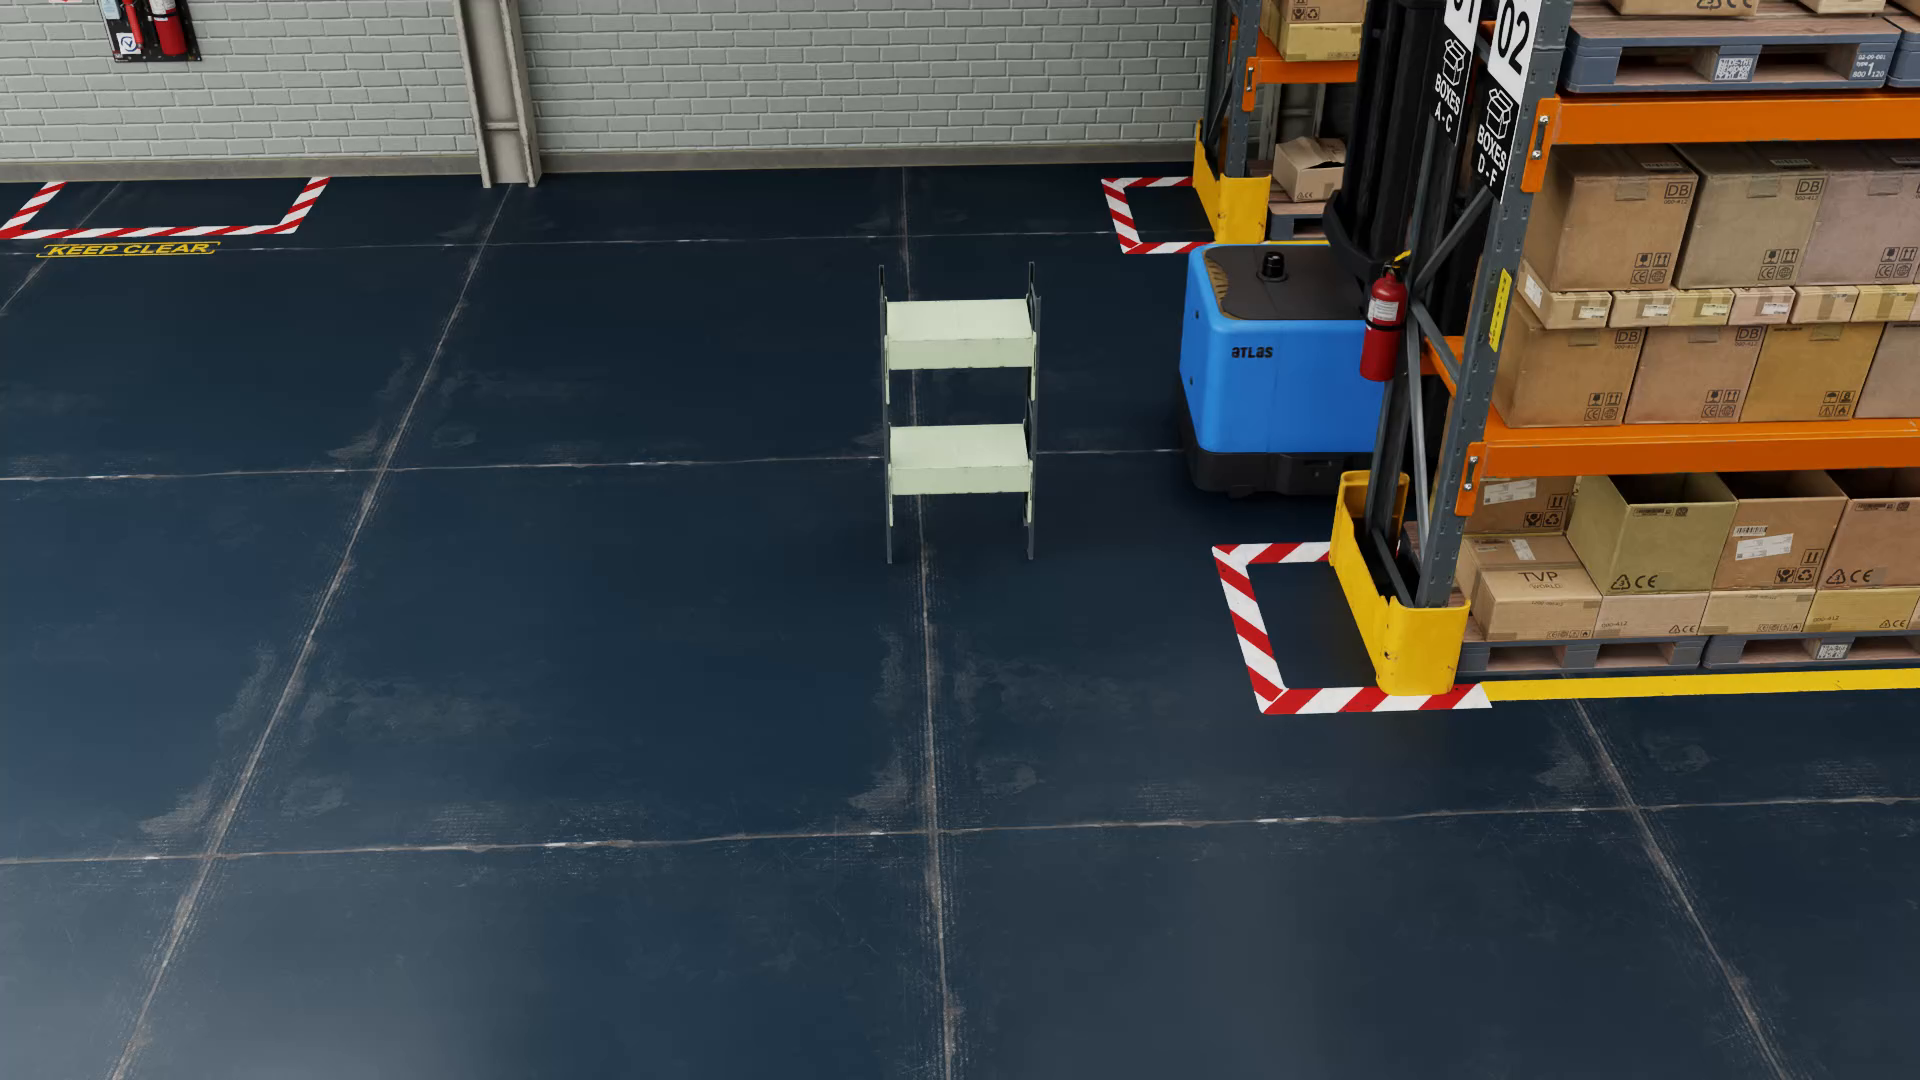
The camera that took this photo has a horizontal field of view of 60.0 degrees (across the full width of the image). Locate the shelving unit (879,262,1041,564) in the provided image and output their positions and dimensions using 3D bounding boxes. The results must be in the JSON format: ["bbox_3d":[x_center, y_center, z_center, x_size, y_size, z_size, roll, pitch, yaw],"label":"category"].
[{"bbox_3d":[-0.007,-0.617,8.359,0.755,1.500,0.431,-2,35,-2],"label":"shelving unit"}]

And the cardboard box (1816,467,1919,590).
[{"bbox_3d":[4.180,-0.121,7.713,0.500,0.500,0.500,-2,35,-2],"label":"cardboard box"}]

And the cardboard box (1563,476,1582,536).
[{"bbox_3d":[3.156,-0.088,8.325,0.500,0.250,0.500,-2,35,-2],"label":"cardboard box"}]

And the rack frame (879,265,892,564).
[{"bbox_3d":[-0.372,-0.607,8.345,0.023,1.500,0.400,-2,35,-2],"label":"rack frame"}]

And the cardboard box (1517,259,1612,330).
[{"bbox_3d":[2.538,-1.039,6.994,0.250,0.149,0.380,-2,35,-3],"label":"cardboard box"}]

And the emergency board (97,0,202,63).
[{"bbox_3d":[-5.908,-3.963,11.877,0.643,1.169,0.194,-2,35,-2],"label":"emergency board"}]

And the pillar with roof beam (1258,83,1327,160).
[{"bbox_3d":[2.759,-4.189,6.932,0.400,9.000,9.100,-2,35,-2],"label":"pillar with roof beam"}]

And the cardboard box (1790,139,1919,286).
[{"bbox_3d":[3.684,-1.456,7.026,0.500,0.500,0.700,-1,35,-2],"label":"cardboard box"}]

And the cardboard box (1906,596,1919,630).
[{"bbox_3d":[4.679,0.173,7.947,0.500,0.250,0.500,-2,35,-2],"label":"cardboard box"}]

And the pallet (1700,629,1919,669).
[{"bbox_3d":[4.113,0.228,8.272,1.213,0.211,1.003,-2,35,-2],"label":"pallet"}]

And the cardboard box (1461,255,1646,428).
[{"bbox_3d":[2.602,-0.890,7.348,0.500,0.500,0.700,-2,35,-2],"label":"cardboard box"}]

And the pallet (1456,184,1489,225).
[{"bbox_3d":[4.002,-2.547,12.282,1.213,0.211,1.003,-2,35,-2],"label":"pallet"}]

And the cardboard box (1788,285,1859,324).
[{"bbox_3d":[3.569,-1.068,7.036,0.250,0.149,0.380,-3,35,-4],"label":"cardboard box"}]

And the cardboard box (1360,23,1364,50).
[{"bbox_3d":[2.918,-3.460,11.265,0.500,0.250,0.500,-3,35,-4],"label":"cardboard box"}]

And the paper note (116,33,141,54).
[{"bbox_3d":[-6.088,-3.635,12.177,0.142,0.148,0.016,-2,35,-2],"label":"paper note"}]

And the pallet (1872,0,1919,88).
[{"bbox_3d":[4.064,-2.079,6.597,1.213,0.211,1.003,-2,35,-2],"label":"pallet"}]

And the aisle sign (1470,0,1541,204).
[{"bbox_3d":[2.084,-1.736,6.375,0.004,0.787,0.394,-2,35,-2],"label":"aisle sign"}]

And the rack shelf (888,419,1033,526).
[{"bbox_3d":[-0.007,-0.348,8.545,0.720,0.370,0.431,-2,35,-2],"label":"rack shelf"}]

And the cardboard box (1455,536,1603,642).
[{"bbox_3d":[2.682,0.227,7.870,0.500,0.250,0.500,-2,35,-2],"label":"cardboard box"}]

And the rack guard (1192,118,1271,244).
[{"bbox_3d":[1.973,-2.633,12.152,0.348,0.500,1.175,-2,35,-2],"label":"rack guard"}]

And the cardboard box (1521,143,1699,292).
[{"bbox_3d":[2.655,-1.425,6.981,0.500,0.500,0.700,-1,35,-2],"label":"cardboard box"}]

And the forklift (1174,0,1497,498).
[{"bbox_3d":[2.784,-1.717,8.691,3.031,2.935,1.130,0,35,-1],"label":"forklift"}]

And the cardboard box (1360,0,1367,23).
[{"bbox_3d":[2.882,-3.764,11.044,0.500,0.500,0.500,-1,35,-2],"label":"cardboard box"}]

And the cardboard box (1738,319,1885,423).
[{"bbox_3d":[3.623,-0.917,7.387,0.500,0.500,0.700,-1,35,-2],"label":"cardboard box"}]

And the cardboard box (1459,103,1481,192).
[{"bbox_3d":[3.897,-2.786,11.986,0.500,0.500,0.700,-4,35,-5],"label":"cardboard box"}]

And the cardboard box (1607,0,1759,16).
[{"bbox_3d":[2.710,-2.363,6.346,0.637,0.503,0.797,1,35,1],"label":"cardboard box"}]

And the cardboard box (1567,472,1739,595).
[{"bbox_3d":[3.181,-0.096,7.678,0.500,0.500,0.500,-2,35,-2],"label":"cardboard box"}]

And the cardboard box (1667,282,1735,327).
[{"bbox_3d":[3.050,-1.054,7.015,0.250,0.149,0.380,-1,35,-2],"label":"cardboard box"}]

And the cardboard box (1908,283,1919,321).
[{"bbox_3d":[4.073,-1.080,7.054,0.250,0.149,0.380,-1,35,-2],"label":"cardboard box"}]

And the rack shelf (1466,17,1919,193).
[{"bbox_3d":[4.133,-1.835,6.798,4.000,0.370,1.077,-2,35,-2],"label":"rack shelf"}]

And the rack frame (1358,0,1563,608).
[{"bbox_3d":[2.135,-0.843,7.369,0.127,3.000,1.000,-2,35,-2],"label":"rack frame"}]

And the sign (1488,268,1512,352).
[{"bbox_3d":[2.156,-0.916,6.644,0.005,0.325,0.100,-2,35,-2],"label":"sign"}]

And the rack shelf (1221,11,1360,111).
[{"bbox_3d":[3.895,-3.417,11.720,4.000,0.370,1.077,-2,35,-2],"label":"rack shelf"}]

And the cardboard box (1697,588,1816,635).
[{"bbox_3d":[3.680,0.198,7.912,0.500,0.250,0.500,-2,35,-2],"label":"cardboard box"}]
